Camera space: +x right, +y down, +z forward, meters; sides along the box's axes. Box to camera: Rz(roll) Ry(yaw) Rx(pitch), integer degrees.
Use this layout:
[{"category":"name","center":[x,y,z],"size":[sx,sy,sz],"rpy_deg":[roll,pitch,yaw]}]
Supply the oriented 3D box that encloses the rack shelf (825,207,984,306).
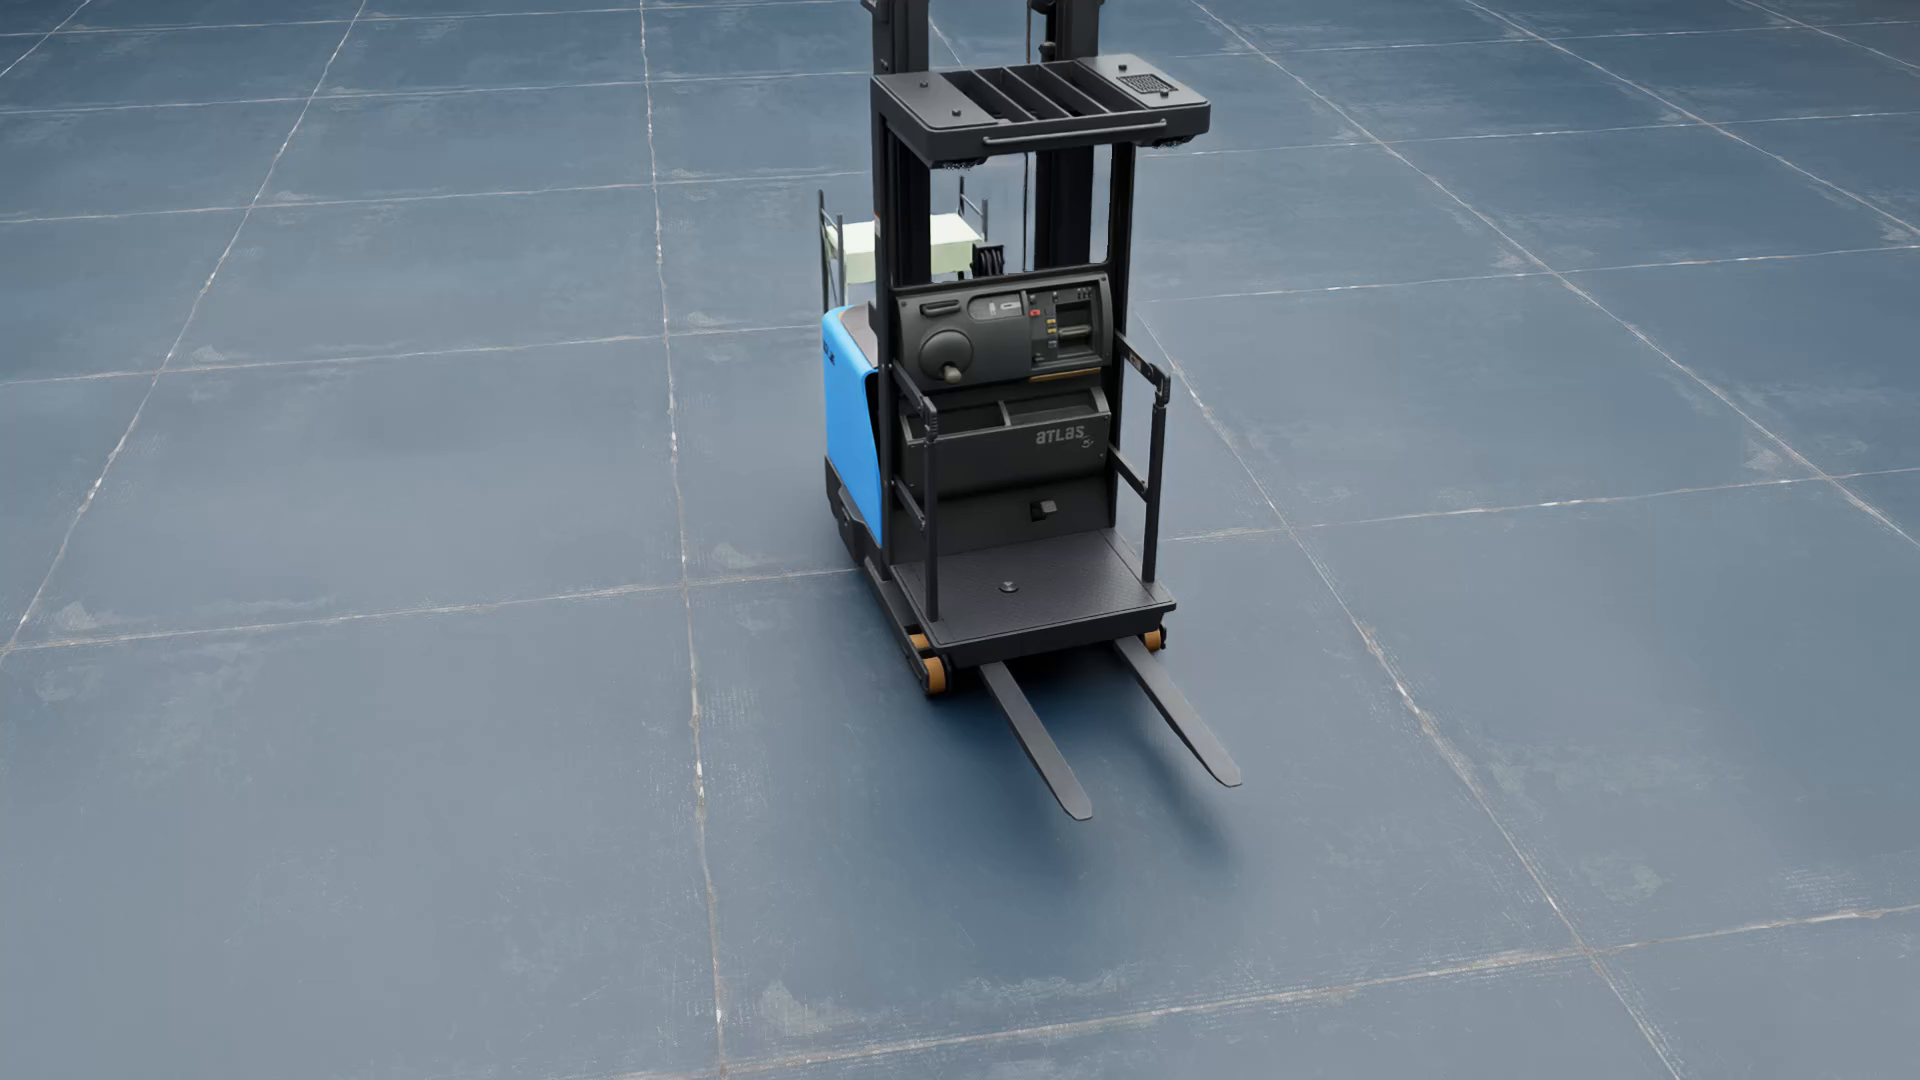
[{"category":"rack shelf","center":[-0.286,-1.397,8.375],"size":[0.720,0.370,0.431],"rpy_deg":[-10,32,-16]}]

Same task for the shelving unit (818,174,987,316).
[{"category":"shelving unit","center":[-0.286,-1.060,8.573],"size":[0.755,1.500,0.431],"rpy_deg":[-10,32,-16]}]

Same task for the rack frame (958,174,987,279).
[{"category":"rack frame","center":[0.061,-1.119,8.673],"size":[0.023,1.500,0.400],"rpy_deg":[-10,32,-16]}]

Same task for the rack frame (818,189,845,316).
[{"category":"rack frame","center":[-0.633,-1.001,8.473],"size":[0.023,1.500,0.400],"rpy_deg":[-10,32,-16]}]

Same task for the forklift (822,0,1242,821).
[{"category":"forklift","center":[0.266,-0.829,6.768],"size":[1.130,2.935,3.031],"rpy_deg":[-10,32,-16]}]
